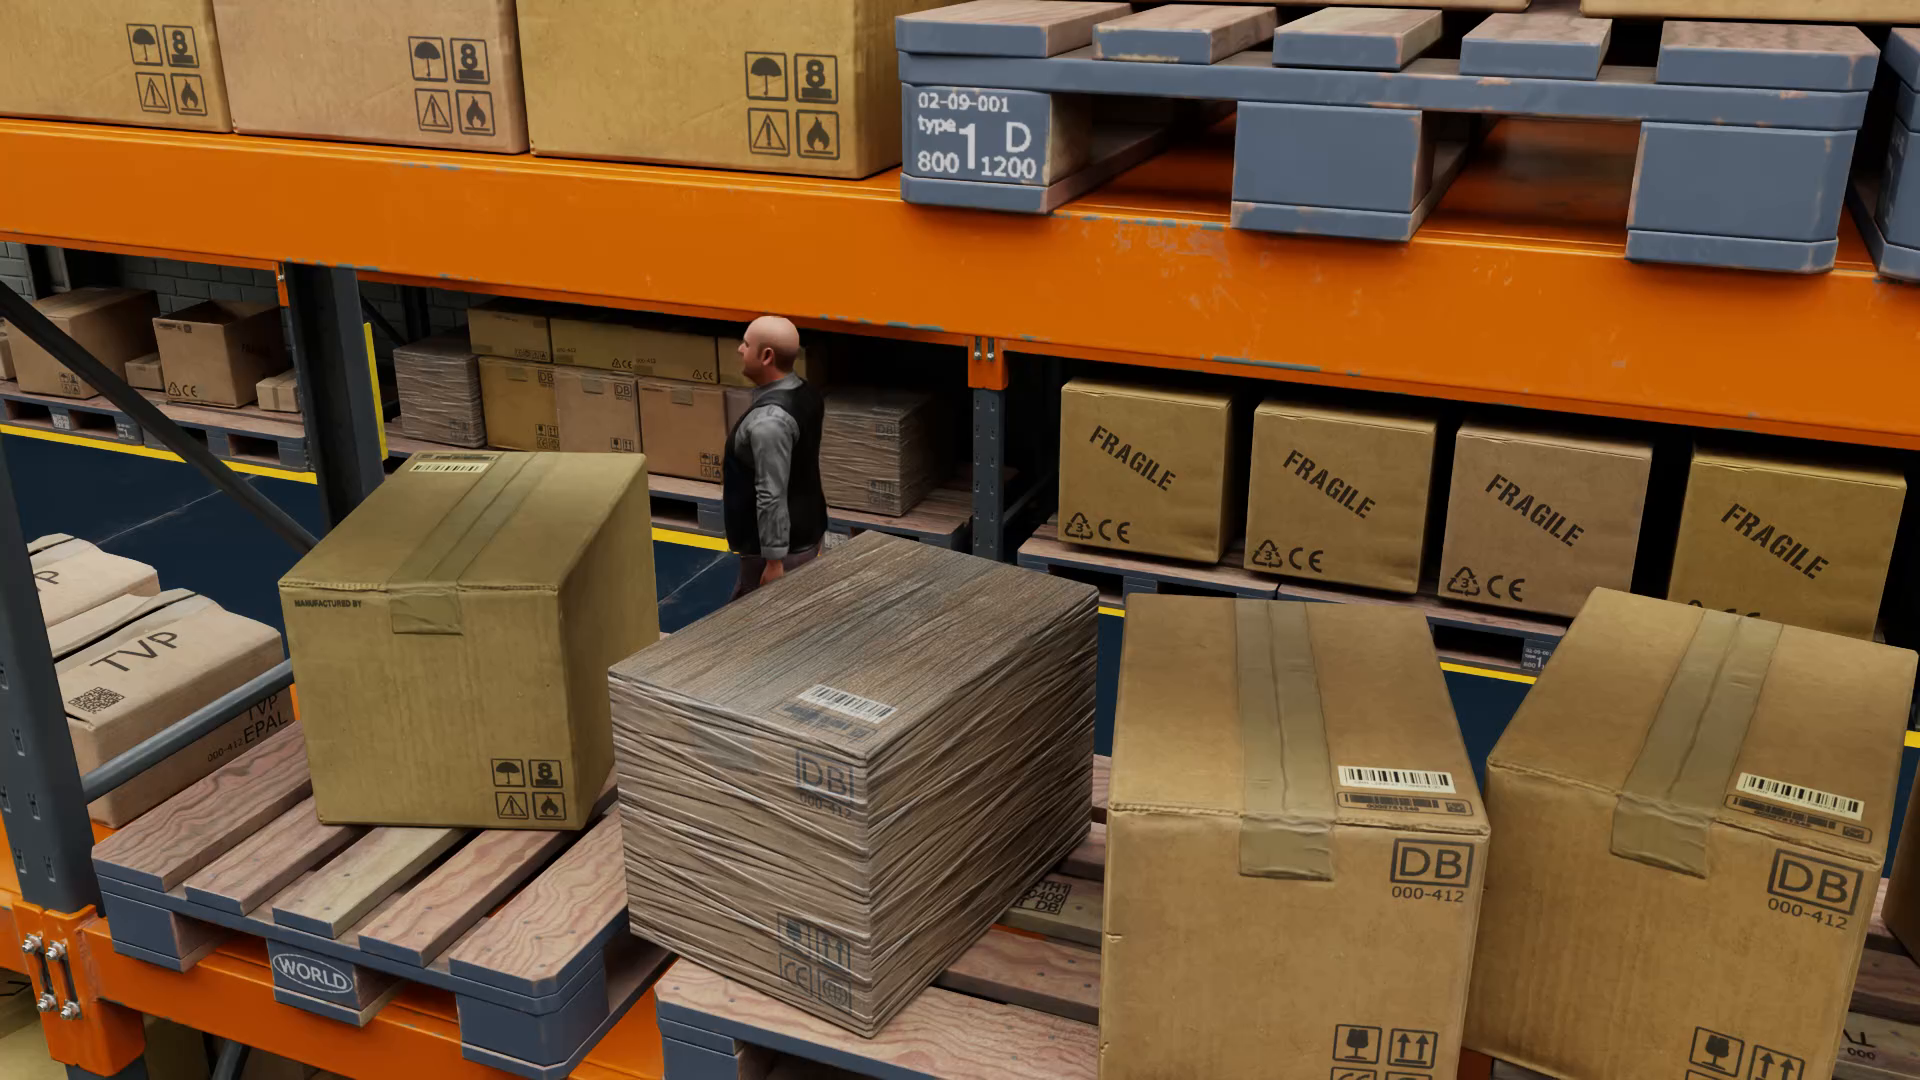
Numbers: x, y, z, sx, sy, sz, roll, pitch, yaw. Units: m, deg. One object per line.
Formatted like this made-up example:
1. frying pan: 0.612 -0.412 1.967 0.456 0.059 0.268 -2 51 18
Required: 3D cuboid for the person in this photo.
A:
1. person: -0.710 0.043 6.171 0.952 1.610 0.583 4 23 10
